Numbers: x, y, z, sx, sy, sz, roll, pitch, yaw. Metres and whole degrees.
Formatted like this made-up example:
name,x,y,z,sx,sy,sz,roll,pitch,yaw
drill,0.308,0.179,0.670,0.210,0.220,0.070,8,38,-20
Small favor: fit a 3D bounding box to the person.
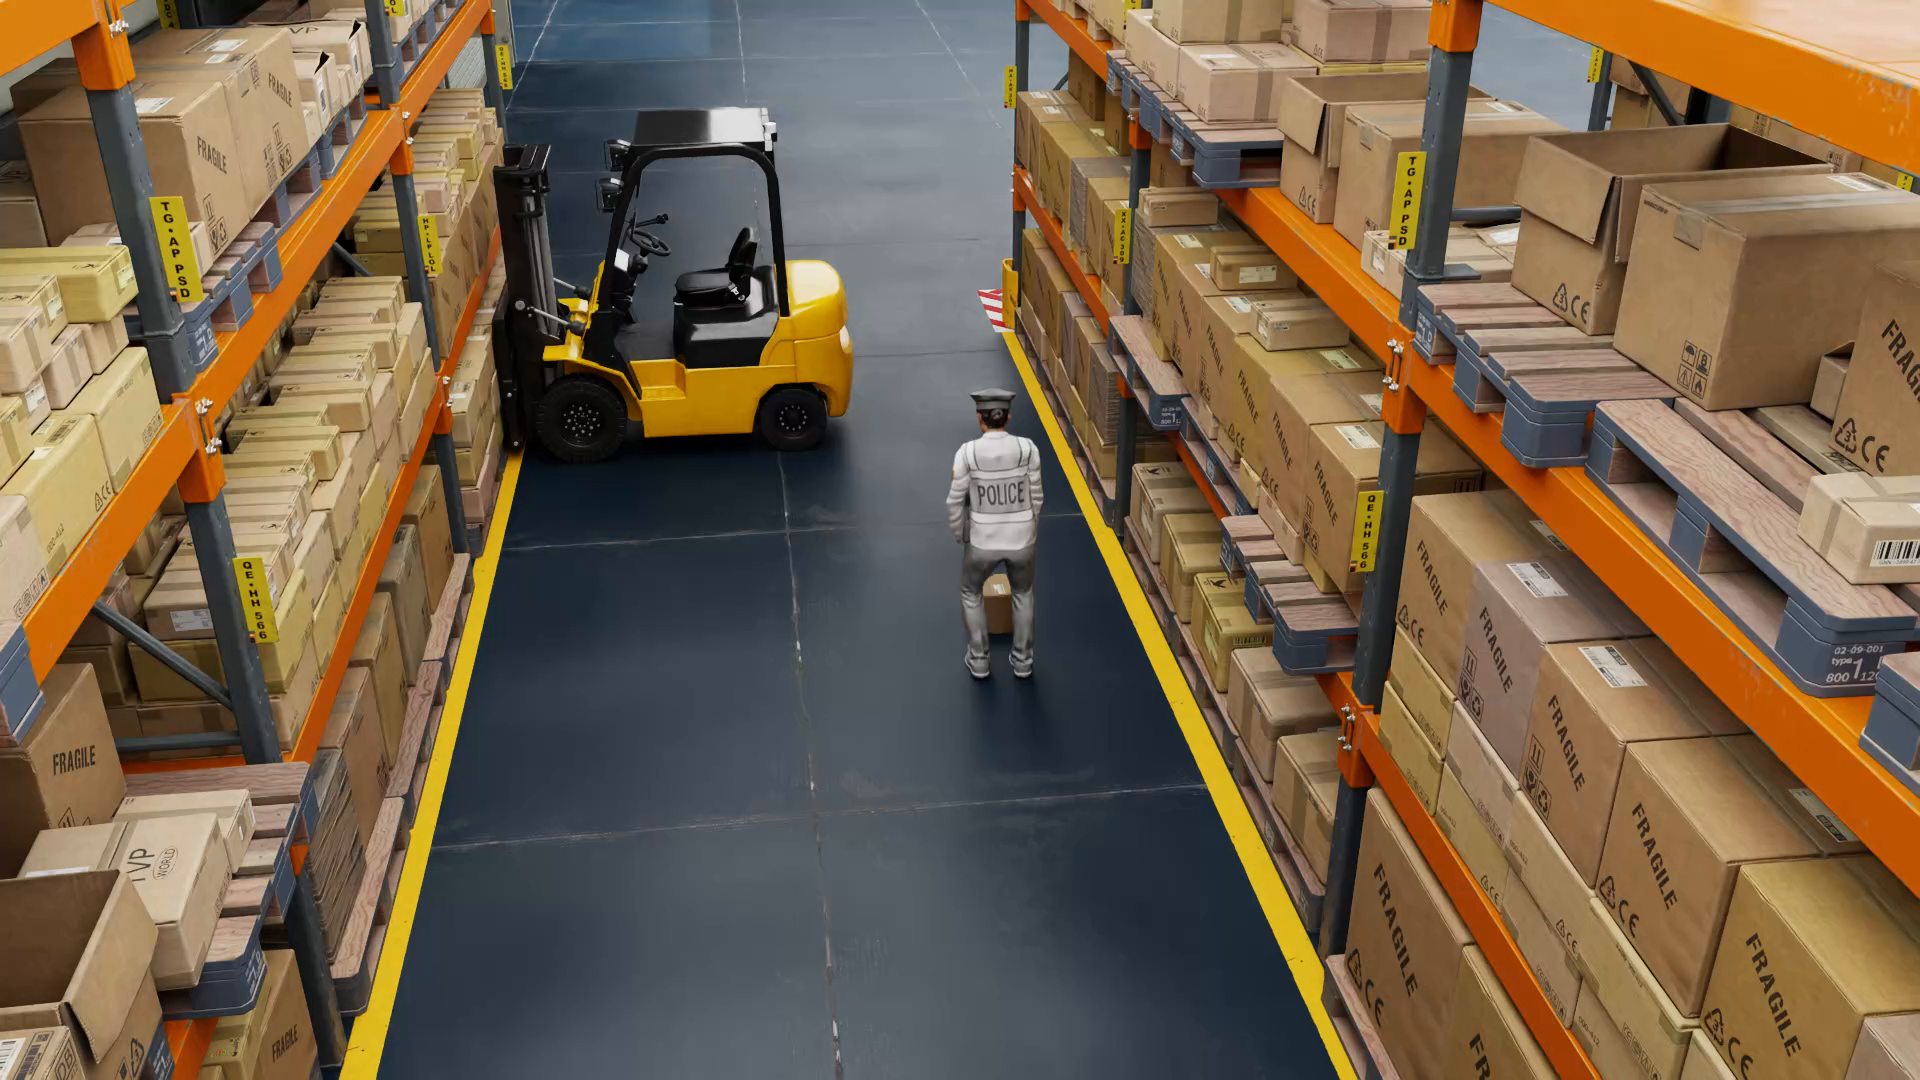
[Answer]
name,x,y,z,sx,sy,sz,roll,pitch,yaw
person,0.181,-0.016,8.729,0.508,1.604,0.485,-2,27,-4
